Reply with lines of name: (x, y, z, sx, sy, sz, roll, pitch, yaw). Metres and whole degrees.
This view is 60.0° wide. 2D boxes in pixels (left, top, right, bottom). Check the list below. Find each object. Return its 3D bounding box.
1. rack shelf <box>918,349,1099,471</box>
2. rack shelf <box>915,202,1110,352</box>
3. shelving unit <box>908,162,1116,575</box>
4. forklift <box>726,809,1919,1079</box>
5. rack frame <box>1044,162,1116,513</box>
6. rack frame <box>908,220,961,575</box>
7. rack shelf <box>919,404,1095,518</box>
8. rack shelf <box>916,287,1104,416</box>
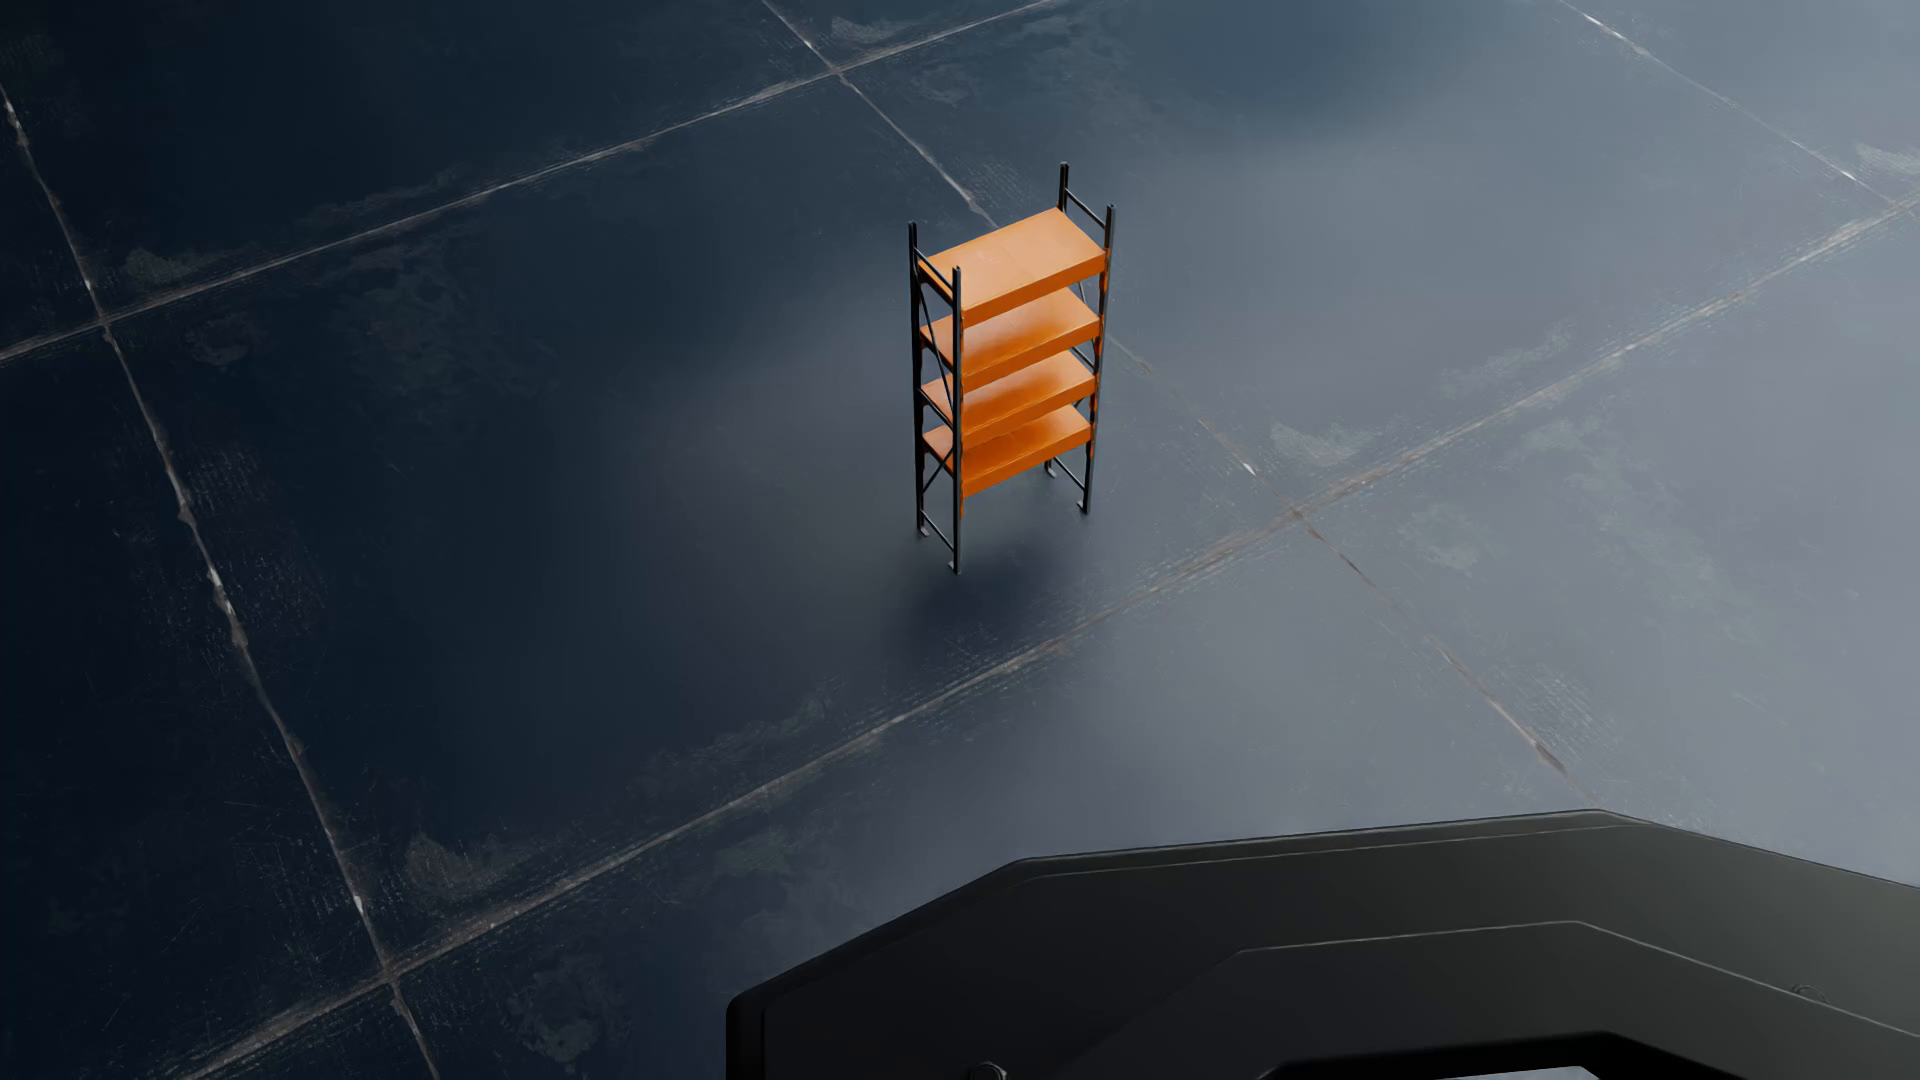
rack shelf: (0.140, -0.420, 4.911, 0.480, 0.148, 0.258, -25, 53, -21)
rack shelf: (0.140, -0.726, 4.567, 0.480, 0.148, 0.258, -25, 53, -21)
shelving unit: (0.140, -0.465, 4.861, 0.503, 1.200, 0.258, -25, 53, -21)
forklift: (0.359, 1.723, 1.753, 1.130, 2.935, 3.031, -4, 48, -4)
rack frame: (0.346, -0.562, 4.947, 0.015, 1.200, 0.240, -25, 53, -21)
rack frame: (-0.066, -0.368, 4.774, 0.015, 1.200, 0.240, -25, 53, -21)
rack shelf: (0.140, -0.288, 5.059, 0.480, 0.148, 0.258, -25, 53, -21)
rack shelf: (0.140, -0.569, 4.744, 0.480, 0.148, 0.258, -25, 53, -21)
